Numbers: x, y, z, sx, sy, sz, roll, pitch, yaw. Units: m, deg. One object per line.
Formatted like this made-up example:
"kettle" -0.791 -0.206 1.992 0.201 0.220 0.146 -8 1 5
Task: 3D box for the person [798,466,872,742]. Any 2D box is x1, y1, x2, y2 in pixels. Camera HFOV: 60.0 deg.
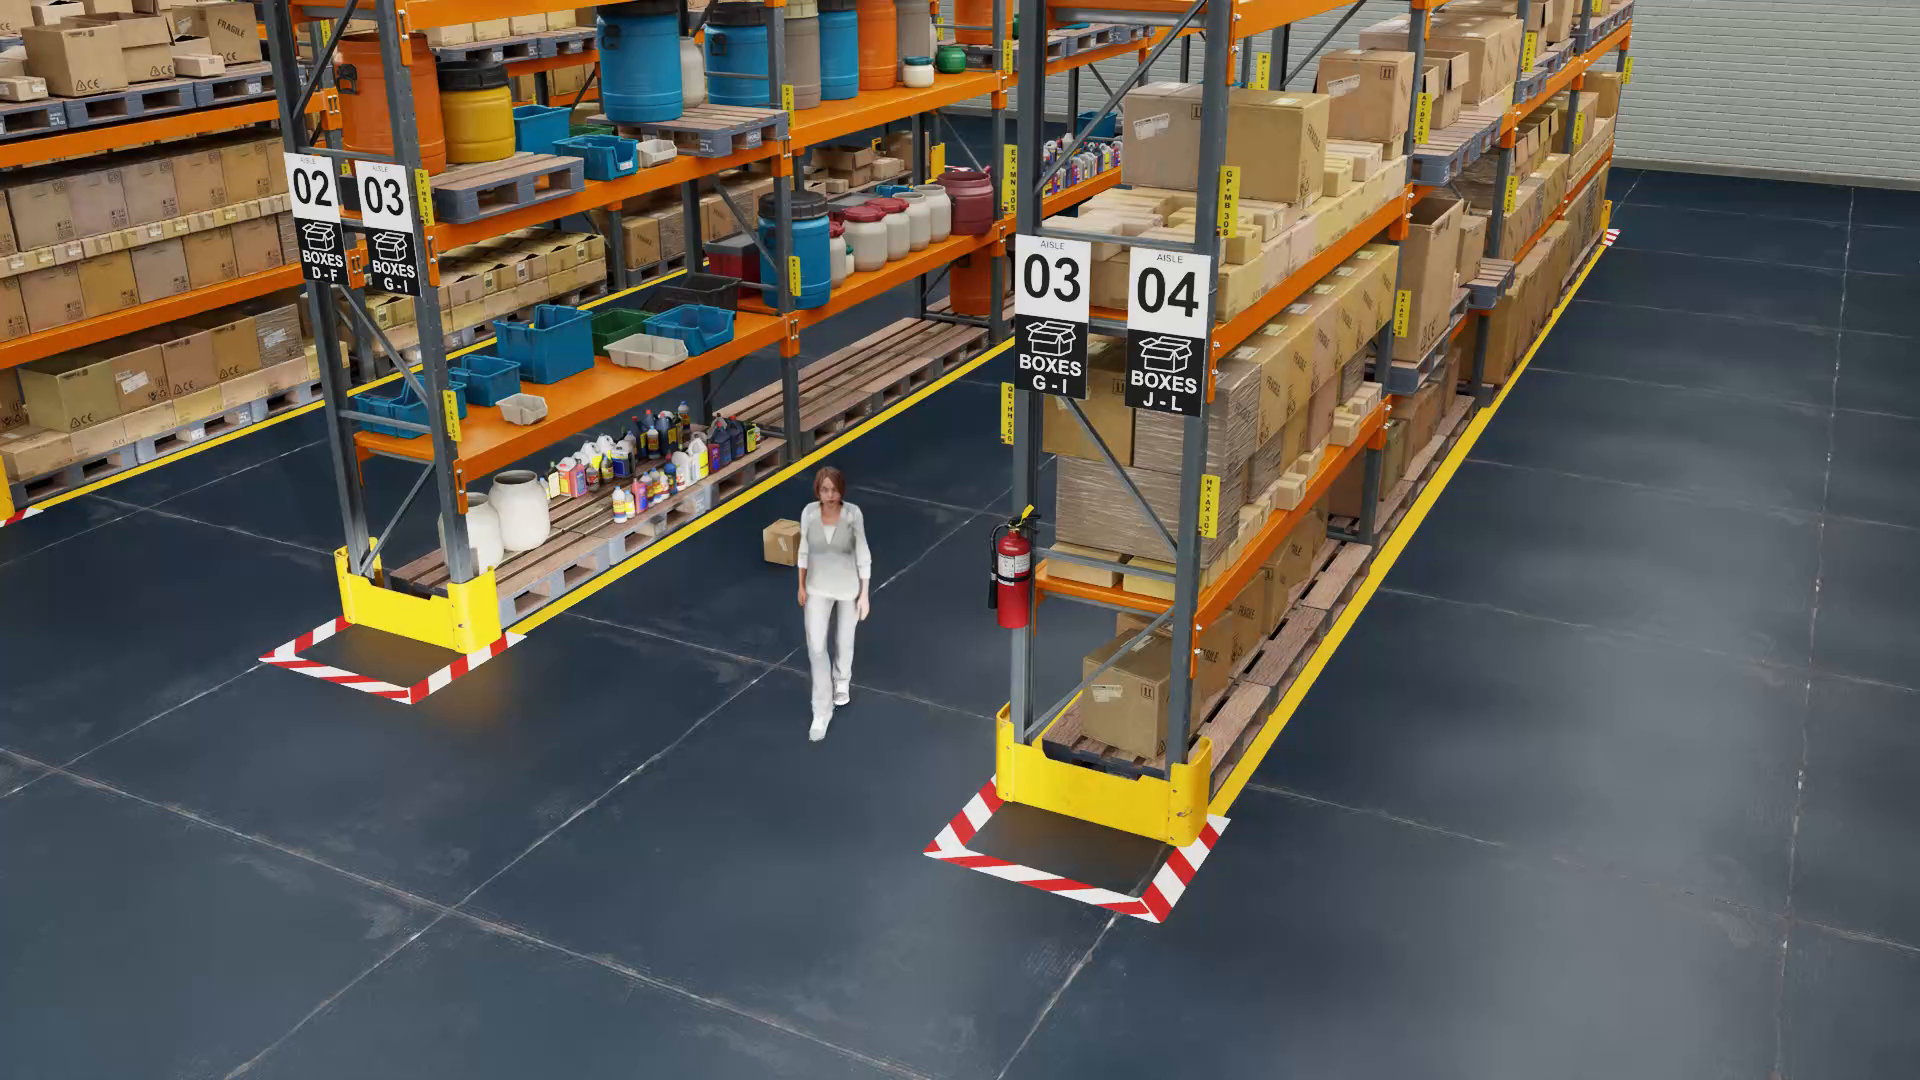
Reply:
"person" -0.748 0.350 9.919 0.454 1.636 0.643 -1 23 -2
